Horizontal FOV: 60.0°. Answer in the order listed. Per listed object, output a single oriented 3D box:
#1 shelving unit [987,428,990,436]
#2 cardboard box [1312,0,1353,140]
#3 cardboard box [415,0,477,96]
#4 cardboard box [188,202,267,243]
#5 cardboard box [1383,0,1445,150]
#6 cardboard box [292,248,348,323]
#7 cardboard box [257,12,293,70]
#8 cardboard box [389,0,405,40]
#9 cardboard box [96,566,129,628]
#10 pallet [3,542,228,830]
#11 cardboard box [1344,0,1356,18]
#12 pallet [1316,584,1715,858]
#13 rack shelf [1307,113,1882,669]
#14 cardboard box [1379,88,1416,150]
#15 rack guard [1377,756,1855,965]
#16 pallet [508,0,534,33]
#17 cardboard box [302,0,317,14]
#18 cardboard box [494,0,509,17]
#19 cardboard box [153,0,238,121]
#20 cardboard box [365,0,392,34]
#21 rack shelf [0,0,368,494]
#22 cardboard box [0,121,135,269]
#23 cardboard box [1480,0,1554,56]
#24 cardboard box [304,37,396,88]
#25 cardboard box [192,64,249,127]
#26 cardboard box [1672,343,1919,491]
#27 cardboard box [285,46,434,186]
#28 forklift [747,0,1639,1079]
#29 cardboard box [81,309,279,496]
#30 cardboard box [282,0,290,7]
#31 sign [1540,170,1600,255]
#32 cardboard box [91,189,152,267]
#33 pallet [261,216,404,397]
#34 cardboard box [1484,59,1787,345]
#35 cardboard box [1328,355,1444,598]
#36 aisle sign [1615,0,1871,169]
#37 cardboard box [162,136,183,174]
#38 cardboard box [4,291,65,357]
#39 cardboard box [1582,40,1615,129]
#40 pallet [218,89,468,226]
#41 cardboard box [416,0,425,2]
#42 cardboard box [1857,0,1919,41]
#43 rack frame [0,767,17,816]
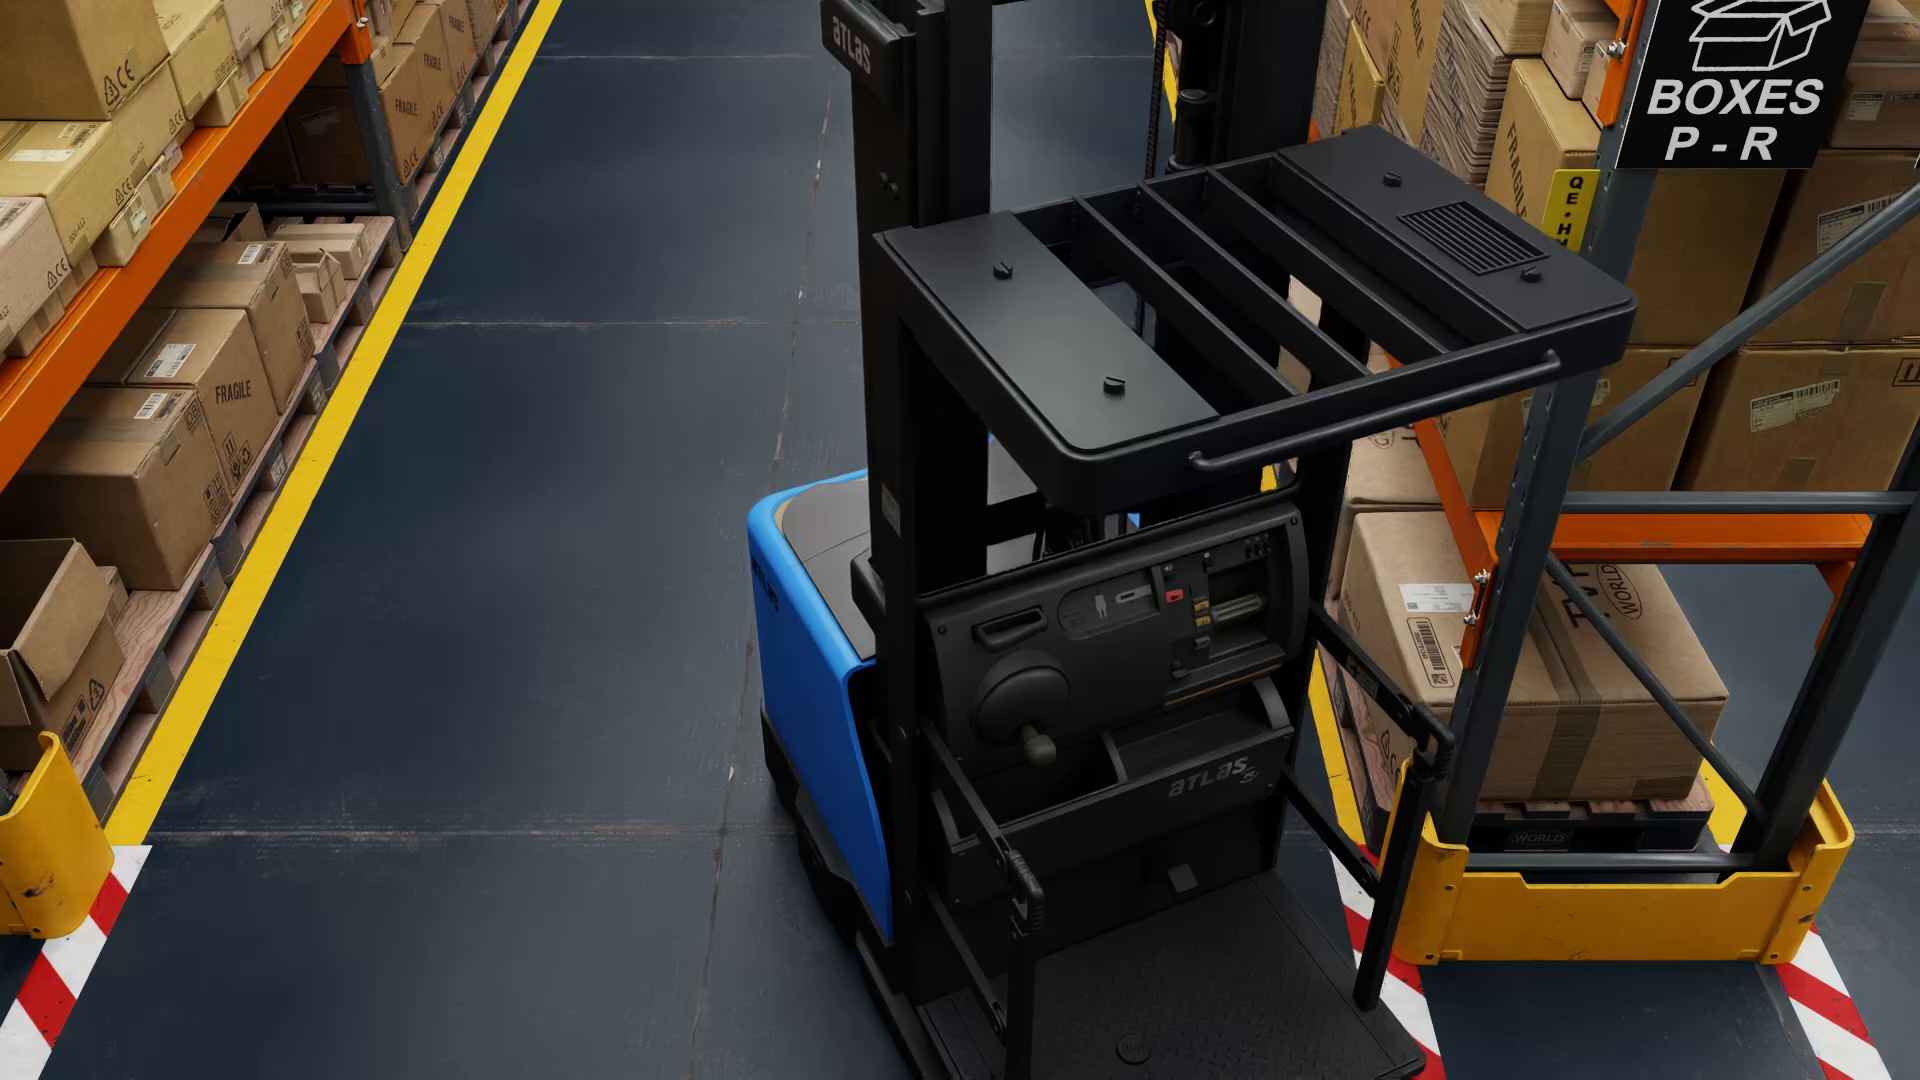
[{"bbox_3d":[0.000,-0.376,5.880,0.215,1.050,0.252,0,39,0],"label":"shelving unit"},{"bbox_3d":[1.544,-1.704,5.897,0.500,0.500,0.500,0,39,0],"label":"cardboard box"},{"bbox_3d":[-2.931,-2.714,8.902,0.500,0.500,0.500,-1,39,-1],"label":"cardboard box"},{"bbox_3d":[-3.385,-1.280,7.262,0.500,0.311,0.500,1,39,2],"label":"cardboard box"},{"bbox_3d":[1.553,-1.449,4.780,0.500,0.500,0.500,0,39,0],"label":"cardboard box"},{"bbox_3d":[-2.854,-1.104,7.079,0.396,0.266,0.258,1,39,2],"label":"cardboard box"},{"bbox_3d":[-2.850,-1.956,6.493,0.380,0.149,0.250,1,39,1],"label":"cardboard box"},{"bbox_3d":[-2.973,-2.578,8.213,0.380,0.149,0.250,-2,39,-2],"label":"cardboard box"},{"bbox_3d":[-3.012,0.224,5.516,0.380,0.149,0.250,-1,39,-2],"label":"cardboard box"},{"bbox_3d":[-3.146,0.465,5.501,1.003,0.211,1.213,0,39,0],"label":"pallet"},{"bbox_3d":[1.557,-2.079,5.566,0.500,0.500,0.500,1,39,1],"label":"cardboard box"},{"bbox_3d":[1.740,0.506,5.450,1.003,0.211,1.213,0,39,0],"label":"pallet"},{"bbox_3d":[1.817,-1.053,5.740,1.077,0.370,4.000,0,39,0],"label":"rack shelf"},{"bbox_3d":[1.558,-1.059,5.092,0.500,0.500,0.500,1,39,1],"label":"cardboard box"},{"bbox_3d":[1.819,0.908,4.717,1.175,0.500,0.348,0,39,0],"label":"rack guard"},{"bbox_3d":[-3.191,-3.524,10.479,1.003,0.211,1.213,0,39,0],"label":"pallet"},{"bbox_3d":[-2.896,-2.281,6.898,0.380,0.149,0.250,0,39,1],"label":"cardboard box"},{"bbox_3d":[-2.945,-3.364,9.712,0.500,0.500,0.500,2,39,2],"label":"cardboard box"},{"bbox_3d":[-2.902,-1.692,5.845,0.500,0.250,0.500,0,39,0],"label":"cardboard box"},{"bbox_3d":[-2.932,-2.523,7.906,0.380,0.149,0.250,-2,39,-2],"label":"cardboard box"},{"bbox_3d":[-3.147,-1.047,5.733,1.077,0.370,4.000,0,39,0],"label":"rack shelf"},{"bbox_3d":[-2.880,-1.051,5.044,0.500,0.250,0.500,-1,39,-1],"label":"cardboard box"},{"bbox_3d":[1.510,-1.309,4.087,0.380,0.149,0.250,0,39,0],"label":"cardboard box"},{"bbox_3d":[-2.883,-2.244,7.796,0.380,0.149,0.250,2,39,2],"label":"cardboard box"},{"bbox_3d":[-2.848,-1.632,6.089,0.380,0.149,0.250,-1,39,-1],"label":"cardboard box"},{"bbox_3d":[2.106,-0.422,4.298,0.500,0.500,0.500,0,39,0],"label":"cardboard box"},{"bbox_3d":[-2.925,-2.069,8.097,0.500,0.500,0.500,2,39,2],"label":"cardboard box"},{"bbox_3d":[0.463,0.289,3.546,1.130,2.935,3.031,-16,41,-19],"label":"forklift"},{"bbox_3d":[-2.913,-0.513,6.155,0.500,0.500,0.500,1,39,1],"label":"cardboard box"},{"bbox_3d":[-2.905,-2.317,6.625,0.500,0.250,0.500,1,39,1],"label":"cardboard box"},{"bbox_3d":[1.277,-0.635,3.529,0.100,0.325,0.005,0,39,0],"label":"sign"},{"bbox_3d":[-2.822,-0.990,5.288,0.380,0.149,0.250,-1,39,-1],"label":"cardboard box"},{"bbox_3d":[-3.149,-1.060,7.405,1.003,0.211,1.213,0,39,0],"label":"pallet"},{"bbox_3d":[1.581,-0.813,3.987,0.500,0.500,0.500,1,39,1],"label":"cardboard box"},{"bbox_3d":[1.709,-0.232,5.854,0.875,0.438,0.875,1,39,1],"label":"cardboard box"},{"bbox_3d":[1.509,-1.052,3.085,0.394,0.787,0.004,0,39,0],"label":"aisle sign"},{"bbox_3d":[-2.912,-1.316,5.694,0.380,0.149,0.250,0,39,0],"label":"cardboard box"},{"bbox_3d":[-2.891,-0.666,4.883,0.380,0.149,0.250,1,39,1],"label":"cardboard box"},{"bbox_3d":[1.619,-0.989,3.688,0.380,0.149,0.250,0,39,1],"label":"cardboard box"},{"bbox_3d":[-3.188,-1.999,8.575,1.003,0.211,1.213,0,39,0],"label":"pallet"},{"bbox_3d":[-2.950,-2.906,8.621,0.380,0.149,0.250,0,39,0],"label":"cardboard box"},{"bbox_3d":[2.024,-1.151,3.889,0.380,0.149,0.250,1,39,1],"label":"cardboard box"},{"bbox_3d":[-3.144,-0.077,3.947,1.000,3.000,0.127,0,39,0],"label":"rack frame"}]
